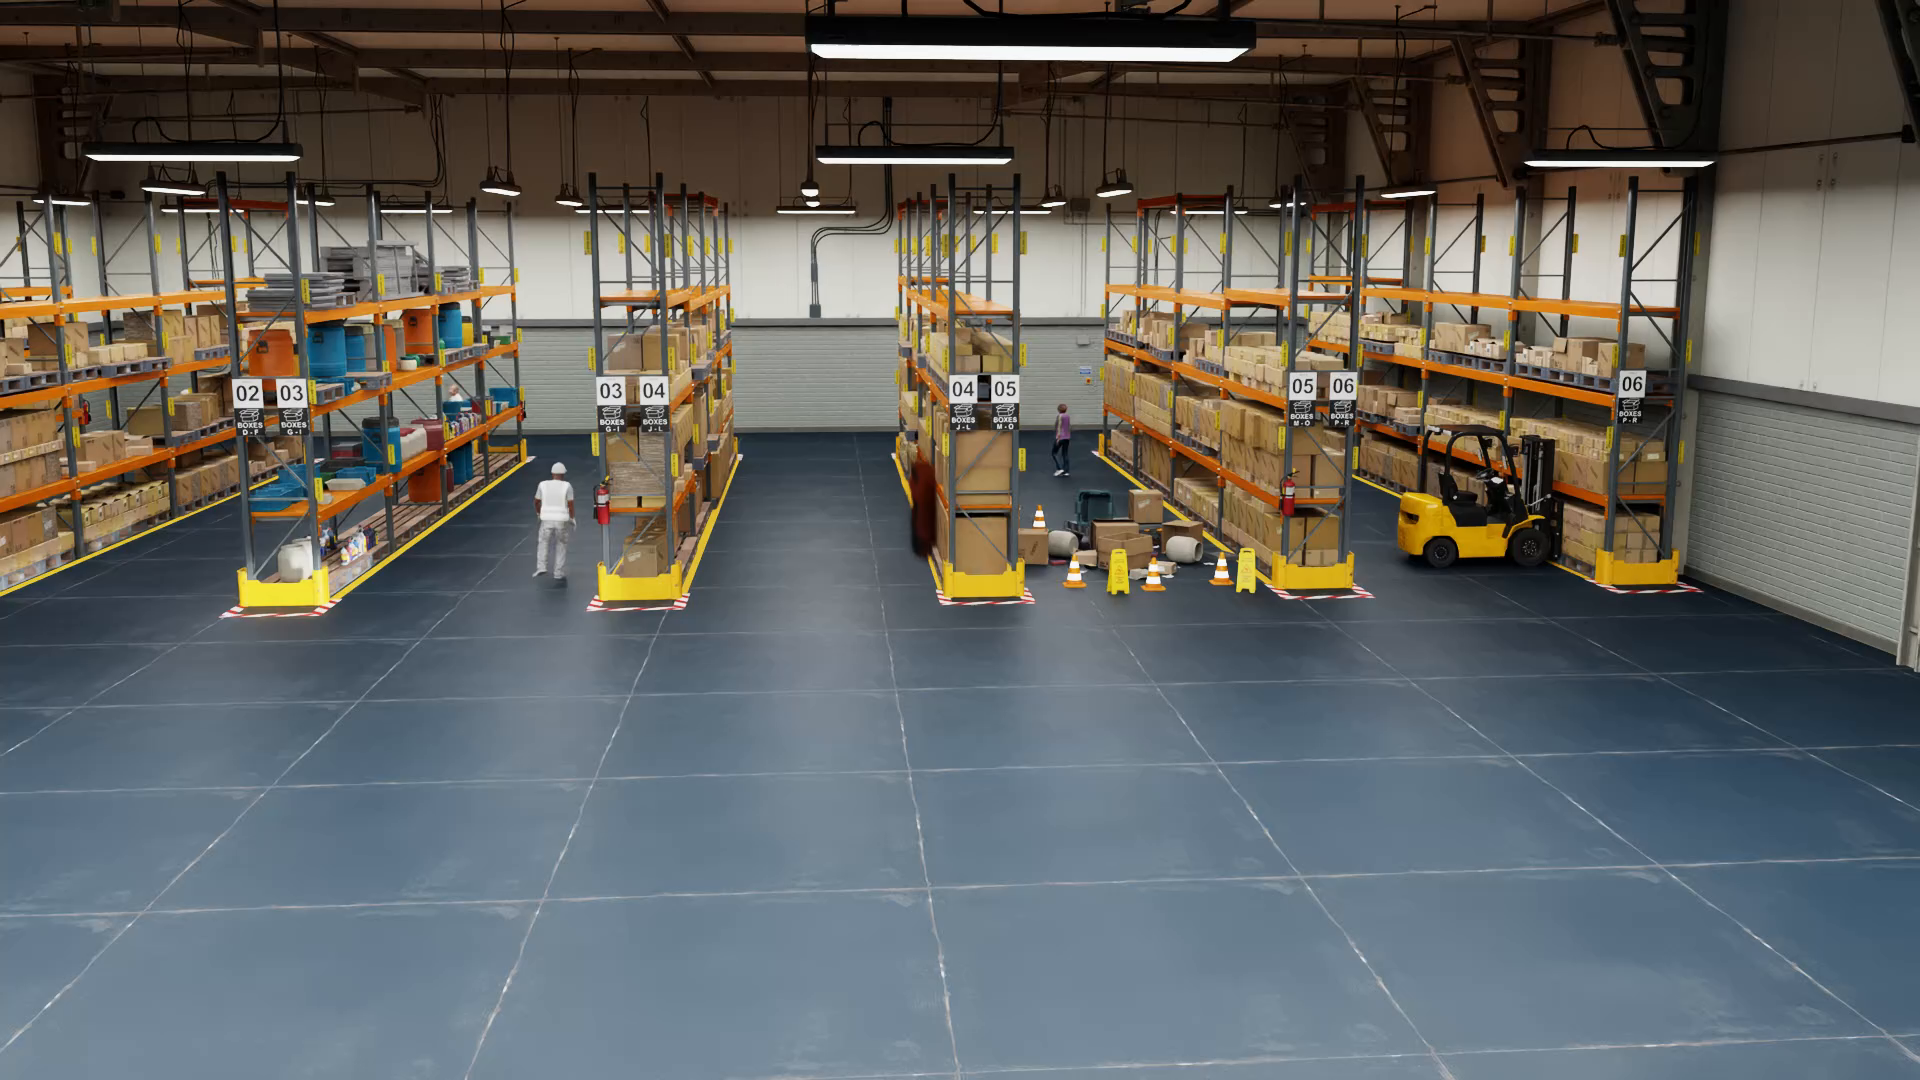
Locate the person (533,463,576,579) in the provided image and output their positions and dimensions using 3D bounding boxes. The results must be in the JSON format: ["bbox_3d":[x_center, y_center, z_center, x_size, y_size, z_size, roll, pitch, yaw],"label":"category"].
[{"bbox_3d":[-6.150,-0.271,25.195,0.630,1.760,0.721,-1,10,-4],"label":"person"}]

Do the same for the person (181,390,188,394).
[{"bbox_3d":[-17.614,-2.524,37.871,0.676,1.785,0.535,7,12,34],"label":"person"}]

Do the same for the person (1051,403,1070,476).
[{"bbox_3d":[2.265,-2.199,36.634,0.372,1.598,0.446,10,14,44],"label":"person"}]

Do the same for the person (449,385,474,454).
[{"bbox_3d":[-12.163,-2.880,40.058,1.110,1.715,0.564,-3,11,-18],"label":"person"}]
